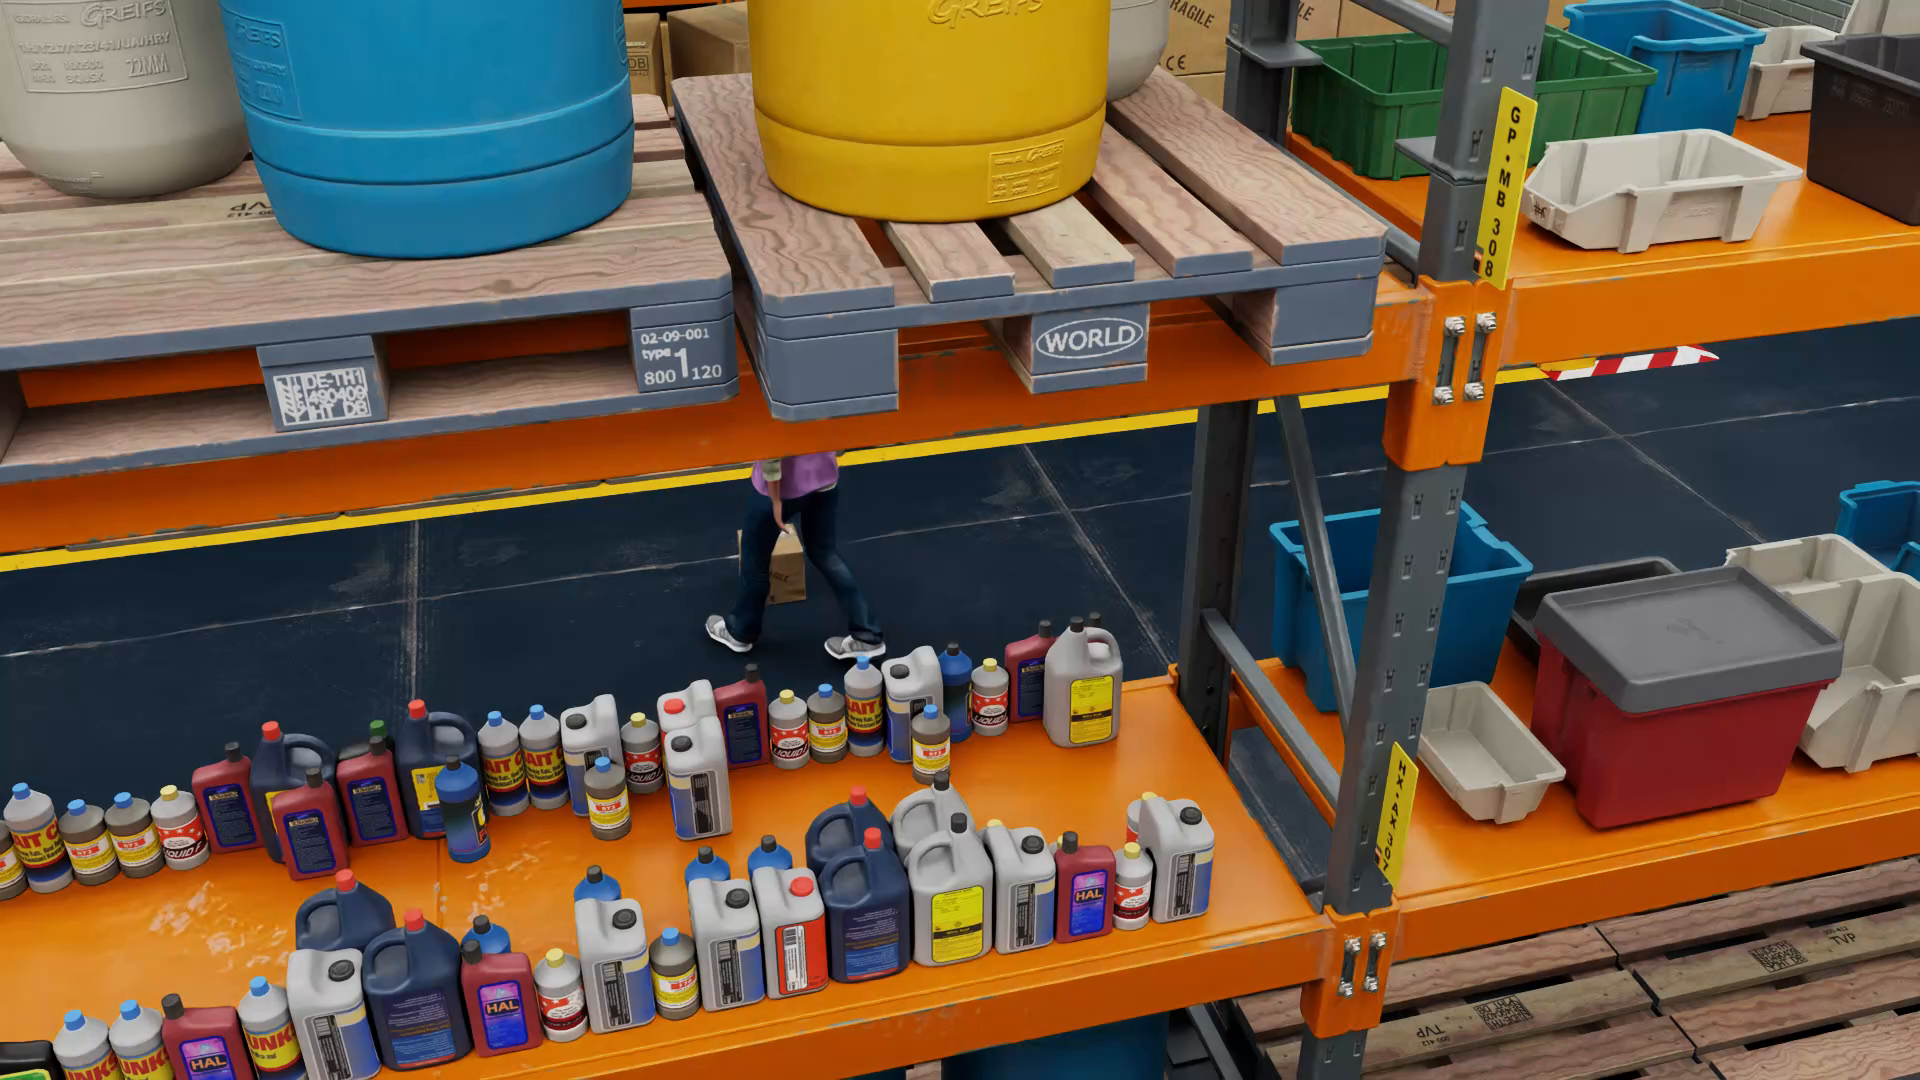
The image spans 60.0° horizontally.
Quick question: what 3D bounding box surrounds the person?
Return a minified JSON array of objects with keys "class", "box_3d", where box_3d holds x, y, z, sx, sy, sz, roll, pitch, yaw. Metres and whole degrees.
[{"class":"person","box_3d":[-0.675,-0.222,6.531,0.462,1.545,0.750,-26,39,-36]}]
